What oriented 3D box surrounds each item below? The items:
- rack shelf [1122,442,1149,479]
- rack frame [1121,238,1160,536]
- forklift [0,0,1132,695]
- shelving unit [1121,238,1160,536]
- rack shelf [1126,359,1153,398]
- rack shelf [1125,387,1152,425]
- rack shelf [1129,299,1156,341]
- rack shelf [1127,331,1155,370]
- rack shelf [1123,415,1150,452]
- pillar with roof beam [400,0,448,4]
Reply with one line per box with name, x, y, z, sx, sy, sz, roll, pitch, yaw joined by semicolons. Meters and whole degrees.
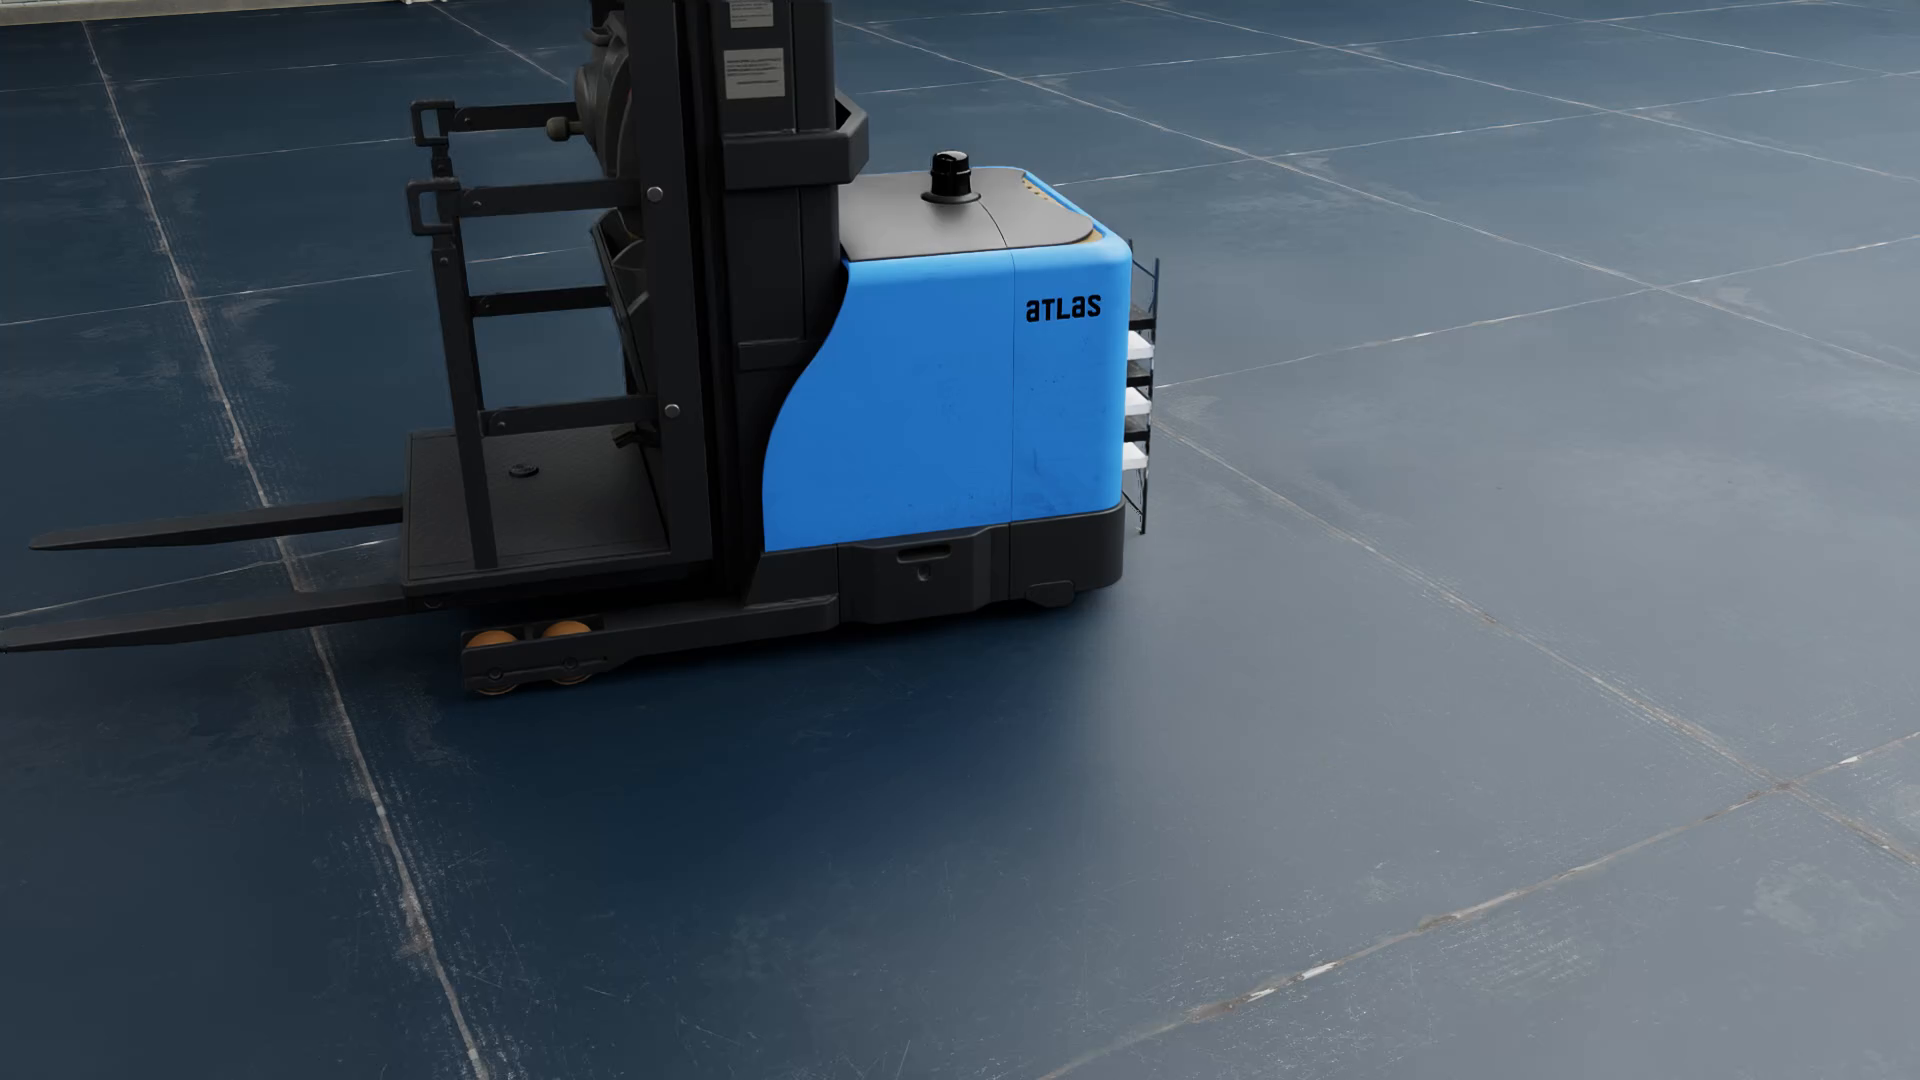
rack shelf;0.455;-0.265;5.256;0.200;0.077;0.258;-7;27;-14
rack frame;0.553;-0.470;5.189;0.006;0.900;0.240;-7;27;-14
forklift;-1.099;-1.166;4.293;3.031;2.935;1.130;-7;27;-14
shelving unit;0.455;-0.458;5.164;0.210;0.900;0.258;-7;27;-14
rack shelf;0.455;-0.509;5.139;0.200;0.077;0.258;-7;27;-14
rack shelf;0.455;-0.428;5.178;0.200;0.077;0.258;-7;27;-14
rack shelf;0.455;-0.671;5.061;0.200;0.077;0.258;-7;27;-14
rack shelf;0.455;-0.590;5.100;0.200;0.077;0.258;-7;27;-14
rack shelf;0.455;-0.347;5.217;0.200;0.077;0.258;-7;27;-14
pillar with roof beam;-3.199;-7.665;10.819;0.400;9.000;9.100;-13;29;-25
